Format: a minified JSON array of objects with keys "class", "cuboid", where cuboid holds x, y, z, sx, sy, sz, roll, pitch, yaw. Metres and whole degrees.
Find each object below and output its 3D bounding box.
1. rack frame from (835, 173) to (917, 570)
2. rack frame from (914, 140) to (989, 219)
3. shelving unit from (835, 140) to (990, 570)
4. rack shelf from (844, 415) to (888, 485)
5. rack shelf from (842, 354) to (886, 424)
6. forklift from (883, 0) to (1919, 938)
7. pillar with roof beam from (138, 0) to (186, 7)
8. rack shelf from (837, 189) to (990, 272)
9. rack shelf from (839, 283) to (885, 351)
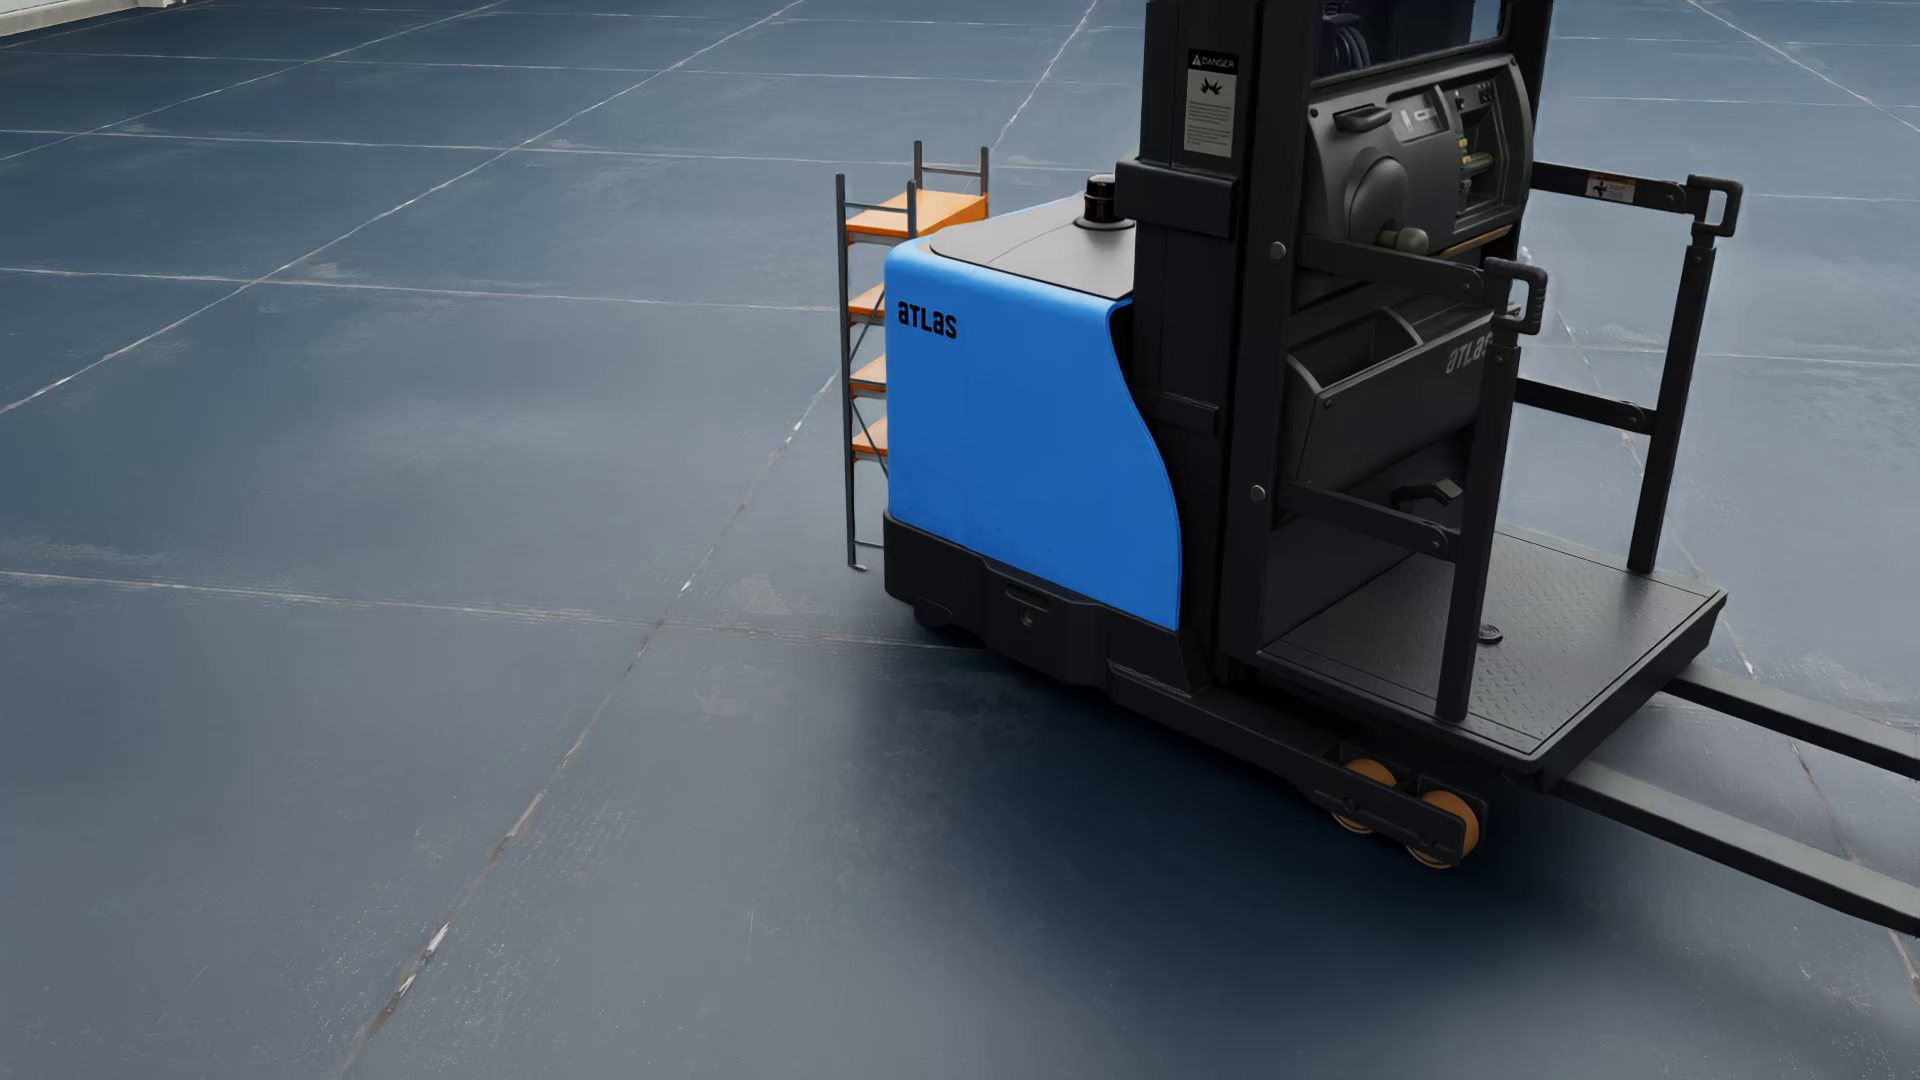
[{"class":"rack frame","cuboid":[-0.230,-0.444,4.783,0.240,1.200,0.015,11,27,22]},{"class":"rack frame","cuboid":[-0.026,-0.632,5.184,0.240,1.200,0.015,11,27,22]},{"class":"shelving unit","cuboid":[-0.128,-0.538,4.983,0.258,1.200,0.503,11,27,22]},{"class":"rack shelf","cuboid":[-0.128,-0.297,5.096,0.258,0.148,0.480,11,27,22]},{"class":"rack shelf","cuboid":[-0.128,-0.477,5.012,0.258,0.148,0.480,11,27,22]},{"class":"forklift","cuboid":[1.202,-0.850,3.608,3.031,2.935,1.130,22,33,38]},{"class":"pillar with roof beam","cuboid":[-3.839,-9.200,14.290,9.100,9.000,0.400,4,25,9]},{"class":"rack shelf","cuboid":[-0.128,-0.894,4.817,0.258,0.148,0.480,11,27,22]},{"class":"rack shelf","cuboid":[-0.128,-0.679,4.917,0.258,0.148,0.480,11,27,22]}]
